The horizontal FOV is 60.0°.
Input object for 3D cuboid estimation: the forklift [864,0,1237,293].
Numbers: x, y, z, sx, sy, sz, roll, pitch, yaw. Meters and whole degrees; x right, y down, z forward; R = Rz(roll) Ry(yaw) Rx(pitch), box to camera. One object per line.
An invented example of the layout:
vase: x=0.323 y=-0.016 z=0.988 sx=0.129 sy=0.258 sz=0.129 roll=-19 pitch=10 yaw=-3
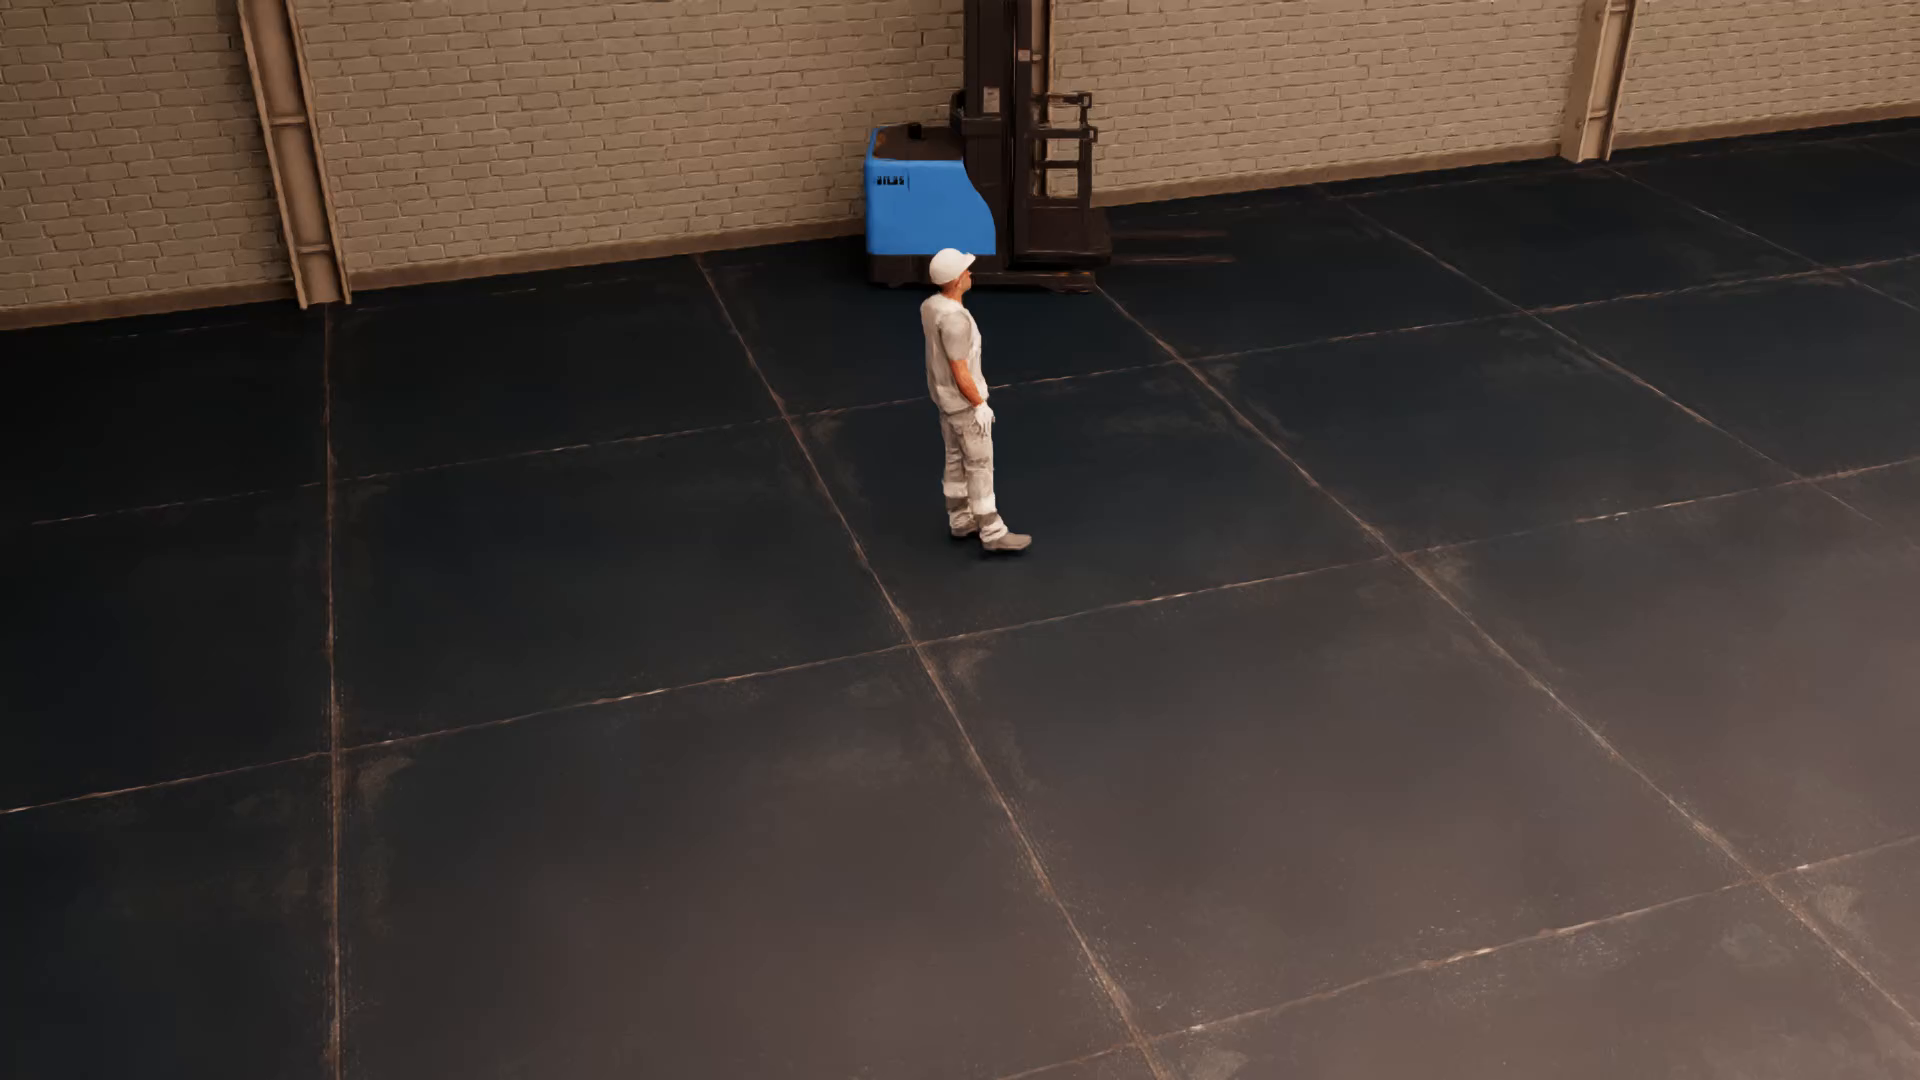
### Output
forklift: x=0.751 y=-3.545 z=13.248 sx=3.031 sy=2.935 sz=1.130 roll=1 pitch=30 yaw=1

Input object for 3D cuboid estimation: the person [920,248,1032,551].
person: x=0.080 y=-0.823 z=9.570 sx=0.563 sy=1.787 sz=0.637 roll=-10 pitch=31 yaw=-16
